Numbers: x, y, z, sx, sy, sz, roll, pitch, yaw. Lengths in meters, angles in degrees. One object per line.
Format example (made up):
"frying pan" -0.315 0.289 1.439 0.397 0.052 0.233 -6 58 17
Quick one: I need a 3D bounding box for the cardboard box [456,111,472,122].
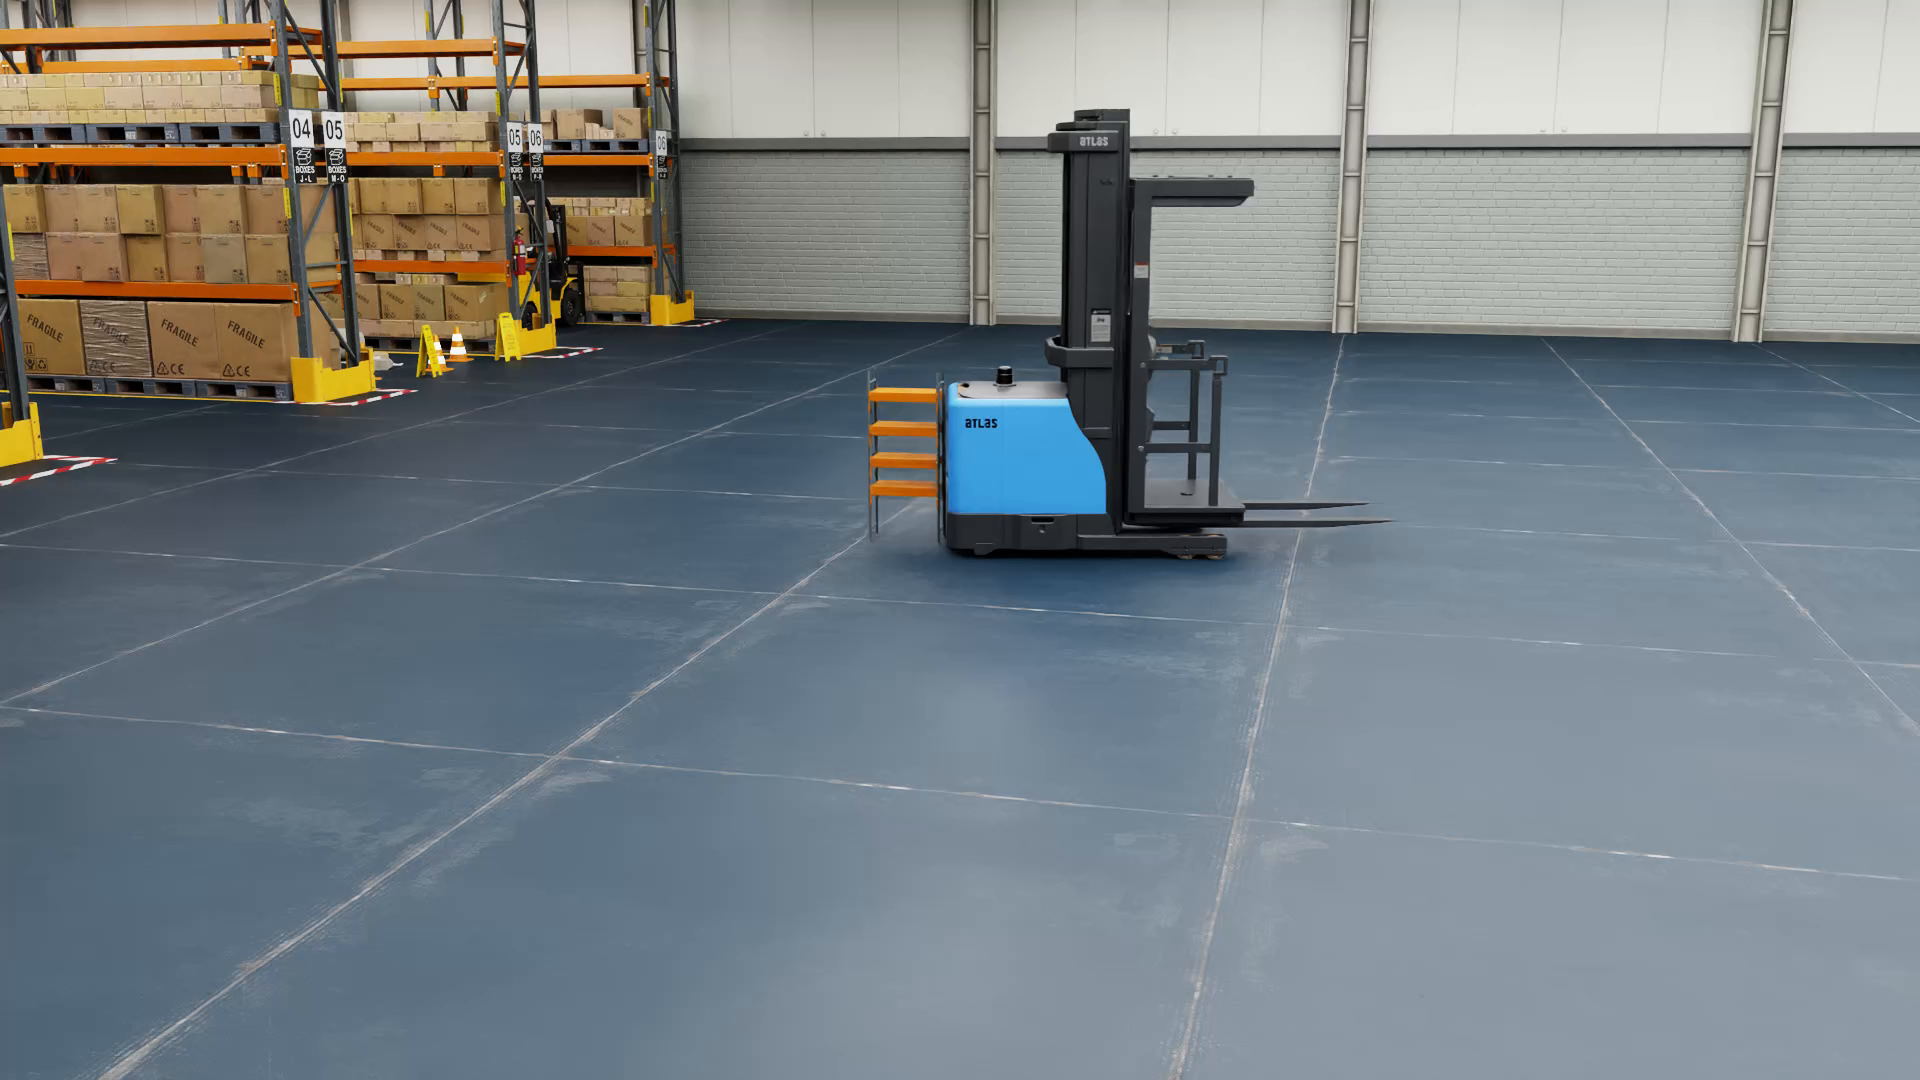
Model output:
"cardboard box" -6.799 -5.888 23.161 0.250 0.149 0.380 3 13 15

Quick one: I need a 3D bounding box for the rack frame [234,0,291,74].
"rack frame" -10.042 -7.316 23.935 0.127 3.000 1.000 3 13 14

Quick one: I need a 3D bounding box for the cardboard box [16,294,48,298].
"cardboard box" -14.577 -3.816 25.945 0.875 0.875 0.875 3 13 13

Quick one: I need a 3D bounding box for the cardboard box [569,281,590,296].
"cardboard box" -6.511 -4.341 28.598 0.500 0.250 0.500 3 13 12

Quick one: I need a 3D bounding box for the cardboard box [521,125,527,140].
"cardboard box" -7.489 -6.943 28.288 0.258 0.266 0.396 3 13 12

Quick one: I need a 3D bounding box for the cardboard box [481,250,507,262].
"cardboard box" -6.573 -4.032 23.561 0.250 0.149 0.380 4 13 15

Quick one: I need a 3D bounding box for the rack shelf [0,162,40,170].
"rack shelf" -13.072 -4.558 20.090 4.000 0.370 1.077 3 13 14

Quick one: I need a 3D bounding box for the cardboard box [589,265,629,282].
"cardboard box" -5.992 -4.558 28.424 0.500 0.250 0.500 3 13 15

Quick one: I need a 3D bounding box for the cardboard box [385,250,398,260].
"cardboard box" -8.053 -4.115 23.937 0.250 0.149 0.380 3 13 14

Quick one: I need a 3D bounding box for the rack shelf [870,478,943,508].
"rack shelf" -0.372 -0.330 11.680 0.480 0.148 0.258 2 13 10

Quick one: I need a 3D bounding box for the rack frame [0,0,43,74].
"rack frame" -11.130 -6.270 19.219 0.127 3.000 1.000 3 13 14

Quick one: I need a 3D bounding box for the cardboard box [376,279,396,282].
"cardboard box" -8.414 -3.590 24.636 0.500 0.500 0.500 4 13 17

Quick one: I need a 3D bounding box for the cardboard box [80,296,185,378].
"cardboard box" -9.660 -2.416 19.633 0.875 0.875 0.875 3 13 14

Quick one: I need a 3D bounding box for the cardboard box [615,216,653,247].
"cardboard box" -5.514 -5.243 28.210 0.500 0.500 0.500 3 13 12

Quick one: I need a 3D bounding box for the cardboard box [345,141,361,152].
"cardboard box" -8.568 -5.576 23.597 0.250 0.149 0.380 3 13 12

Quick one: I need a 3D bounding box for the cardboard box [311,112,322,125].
"cardboard box" -7.503 -4.815 18.963 0.250 0.149 0.380 3 13 14

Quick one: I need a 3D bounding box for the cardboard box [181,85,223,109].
"cardboard box" -8.274 -4.917 18.504 0.500 0.250 0.500 3 13 14

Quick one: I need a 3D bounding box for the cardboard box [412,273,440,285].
"cardboard box" -7.615 -3.731 23.774 0.250 0.149 0.380 3 13 14

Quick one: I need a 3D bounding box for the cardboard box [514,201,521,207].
"cardboard box" -7.609 -5.815 28.602 0.250 0.149 0.380 3 13 13

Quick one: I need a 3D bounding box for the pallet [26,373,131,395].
"pallet" -10.411 -1.924 19.919 1.213 0.211 1.003 3 13 14

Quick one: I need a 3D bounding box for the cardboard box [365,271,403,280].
"cardboard box" -10.118 -4.544 29.802 0.625 0.625 0.875 3 13 13

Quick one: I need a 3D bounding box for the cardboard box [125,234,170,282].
"cardboard box" -9.195 -3.315 19.404 0.500 0.550 0.875 3 13 14

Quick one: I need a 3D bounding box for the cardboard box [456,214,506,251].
"cardboard box" -6.752 -4.344 23.472 0.500 0.500 0.500 3 13 13

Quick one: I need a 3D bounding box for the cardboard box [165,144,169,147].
"cardboard box" -14.271 -7.058 30.041 0.500 0.250 0.500 3 13 14

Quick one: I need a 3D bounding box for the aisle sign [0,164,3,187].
"aisle sign" -8.401 -3.425 14.244 0.004 0.787 0.394 3 13 14

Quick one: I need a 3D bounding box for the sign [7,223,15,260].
"sign" -8.403 -2.633 14.676 0.005 0.325 0.100 3 13 14

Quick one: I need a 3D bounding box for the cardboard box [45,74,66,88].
"cardboard box" -10.118 -5.197 18.844 0.250 0.149 0.380 3 13 13

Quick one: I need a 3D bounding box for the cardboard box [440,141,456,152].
"cardboard box" -7.072 -5.508 23.291 0.250 0.149 0.380 3 13 15

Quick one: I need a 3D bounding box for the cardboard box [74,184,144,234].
"cardboard box" -9.727 -3.854 19.342 0.550 0.550 0.875 3 13 14

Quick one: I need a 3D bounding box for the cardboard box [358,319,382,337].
"cardboard box" -8.498 -3.111 24.207 0.500 0.250 0.500 3 13 13

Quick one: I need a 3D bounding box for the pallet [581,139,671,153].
"pallet" -5.654 -6.687 28.229 1.213 0.211 1.003 3 13 14

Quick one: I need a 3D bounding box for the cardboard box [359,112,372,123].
"cardboard box" -8.286 -5.970 23.532 0.250 0.149 0.380 3 13 15

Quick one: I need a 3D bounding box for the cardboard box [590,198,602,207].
"cardboard box" -6.103 -5.752 28.318 0.250 0.149 0.380 3 13 14

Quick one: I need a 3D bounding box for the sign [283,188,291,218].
"sign" -7.390 -3.701 18.271 0.005 0.325 0.100 3 13 14

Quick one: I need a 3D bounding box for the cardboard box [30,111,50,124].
"cardboard box" -10.365 -4.820 18.989 0.250 0.149 0.380 3 13 13

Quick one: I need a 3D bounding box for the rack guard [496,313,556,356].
"rack guard" -6.233 -2.964 23.937 0.348 0.500 1.175 3 13 14

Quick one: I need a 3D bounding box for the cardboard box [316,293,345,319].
"cardboard box" -9.012 -3.504 24.248 0.500 0.500 0.500 4 13 16

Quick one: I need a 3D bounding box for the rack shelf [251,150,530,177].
"rack shelf" -8.101 -5.397 23.870 4.000 0.370 1.077 3 13 14

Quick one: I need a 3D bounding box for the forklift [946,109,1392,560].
"forklift" 1.422 -1.415 11.346 3.031 2.935 1.130 0 13 0

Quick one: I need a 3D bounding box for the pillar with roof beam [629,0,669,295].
"pillar with roof beam" -6.465 -7.473 24.641 0.400 9.000 9.100 3 13 14

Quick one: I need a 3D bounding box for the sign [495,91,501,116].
"sign" -6.311 -5.961 22.707 0.005 0.325 0.100 3 13 14

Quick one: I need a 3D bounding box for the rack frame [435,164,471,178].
"rack frame" -8.857 -5.432 29.290 0.127 3.000 1.000 3 13 14

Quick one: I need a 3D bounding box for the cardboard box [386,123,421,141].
"cardboard box" -7.713 -5.739 23.408 0.500 0.250 0.500 3 13 15

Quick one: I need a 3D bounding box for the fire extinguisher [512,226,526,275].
"fire extinguisher" -6.158 -4.039 23.194 0.183 0.674 0.296 3 13 14

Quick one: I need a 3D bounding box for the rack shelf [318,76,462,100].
"rack shelf" -10.799 -7.918 29.229 4.000 0.370 1.077 3 13 14

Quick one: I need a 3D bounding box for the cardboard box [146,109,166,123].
"cardboard box" -8.884 -4.741 18.634 0.250 0.149 0.380 3 13 14

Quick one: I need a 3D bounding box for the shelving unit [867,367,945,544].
"shelving unit" -0.372 -0.590 11.622 0.503 1.200 0.258 2 13 10

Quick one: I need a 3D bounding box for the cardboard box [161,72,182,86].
"cardboard box" -8.640 -5.118 18.489 0.250 0.149 0.380 3 13 14

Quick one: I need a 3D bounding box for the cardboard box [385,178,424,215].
"cardboard box" -7.717 -4.875 23.557 0.500 0.500 0.700 3 13 13

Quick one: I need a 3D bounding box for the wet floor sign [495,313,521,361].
"wet floor sign" -6.231 -2.796 22.845 0.232 0.644 0.267 8 15 33

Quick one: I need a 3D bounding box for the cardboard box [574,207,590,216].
"cardboard box" -6.378 -5.601 28.326 0.250 0.149 0.380 3 13 12
